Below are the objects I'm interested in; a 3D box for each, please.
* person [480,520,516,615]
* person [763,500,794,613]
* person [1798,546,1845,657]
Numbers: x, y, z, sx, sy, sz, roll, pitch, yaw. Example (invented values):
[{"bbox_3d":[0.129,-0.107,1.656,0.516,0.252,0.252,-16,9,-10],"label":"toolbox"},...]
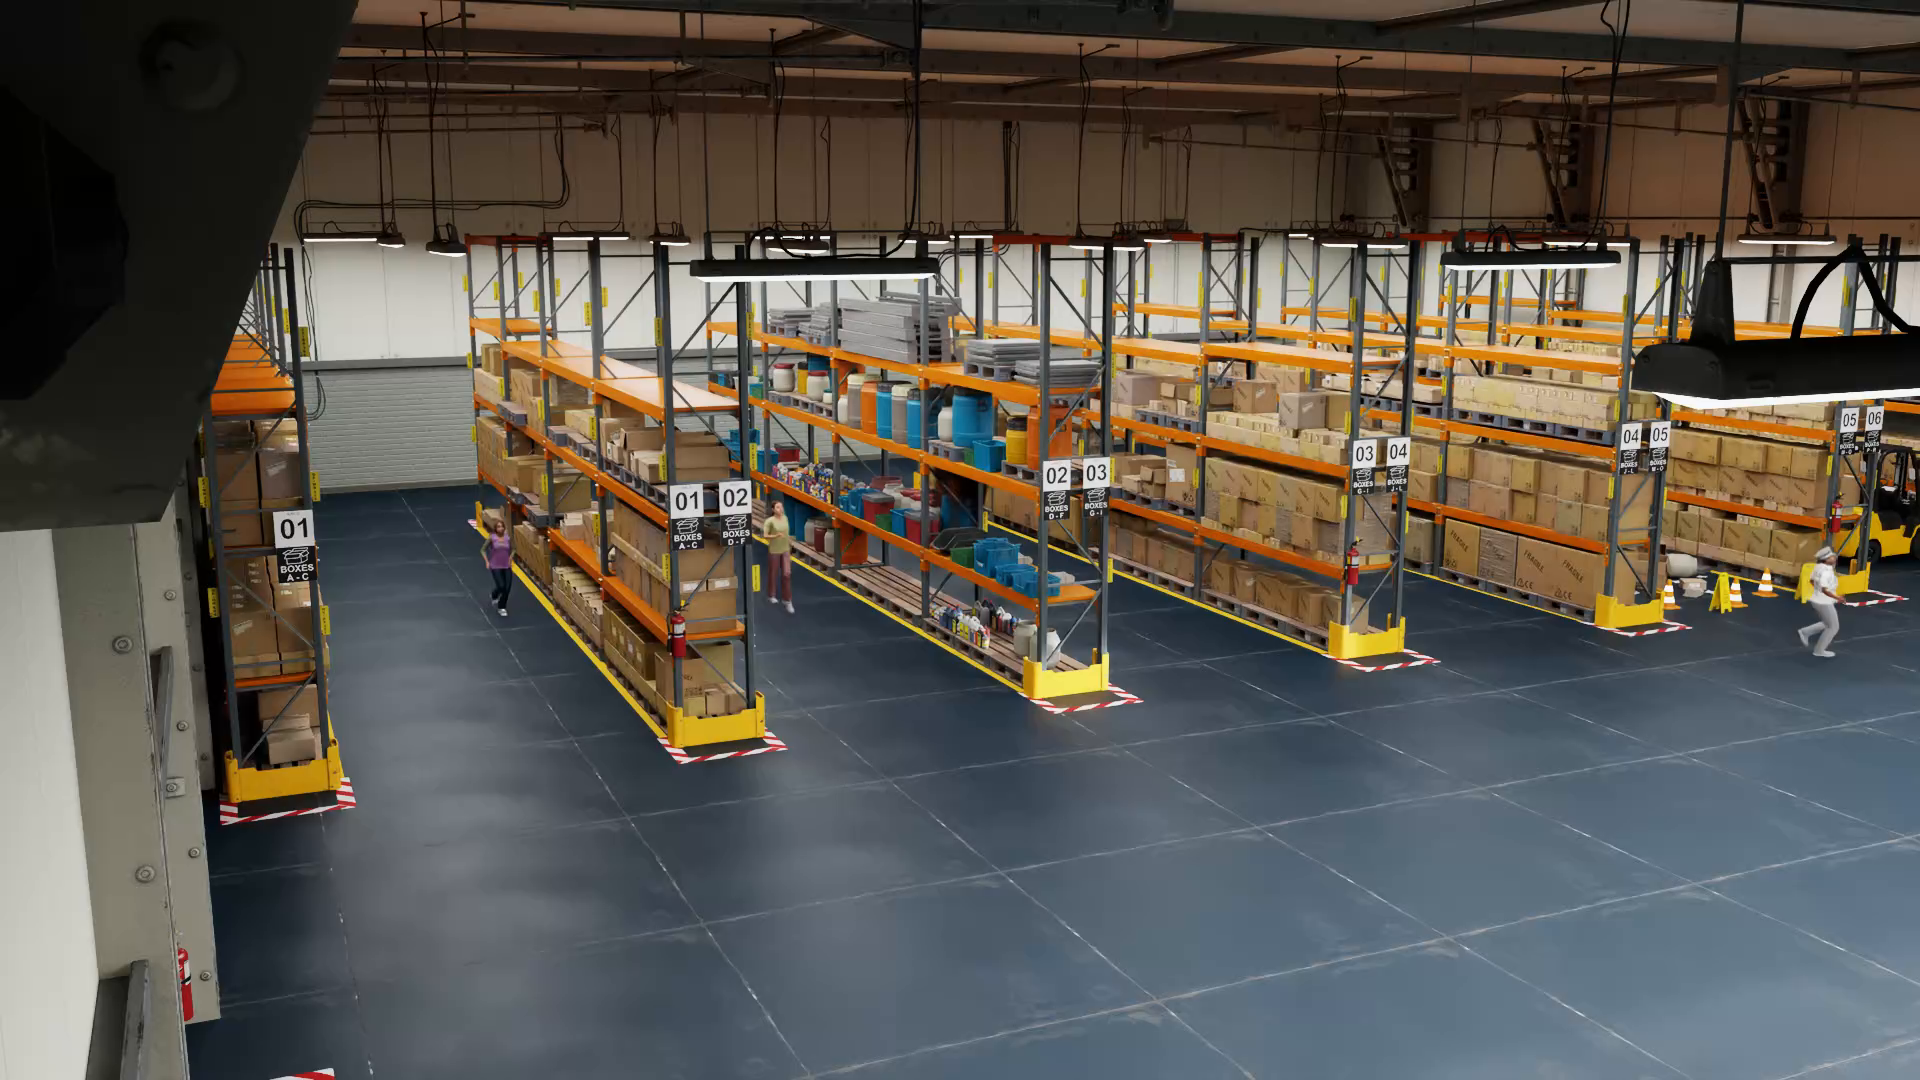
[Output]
[{"bbox_3d":[-7.362,0.456,26.692,0.529,1.558,0.534,-7,13,-32],"label":"person"},{"bbox_3d":[-2.837,0.240,26.046,0.559,1.766,0.673,-7,13,-32],"label":"person"},{"bbox_3d":[12.610,0.898,24.237,0.472,1.639,0.609,3,11,15],"label":"person"}]
